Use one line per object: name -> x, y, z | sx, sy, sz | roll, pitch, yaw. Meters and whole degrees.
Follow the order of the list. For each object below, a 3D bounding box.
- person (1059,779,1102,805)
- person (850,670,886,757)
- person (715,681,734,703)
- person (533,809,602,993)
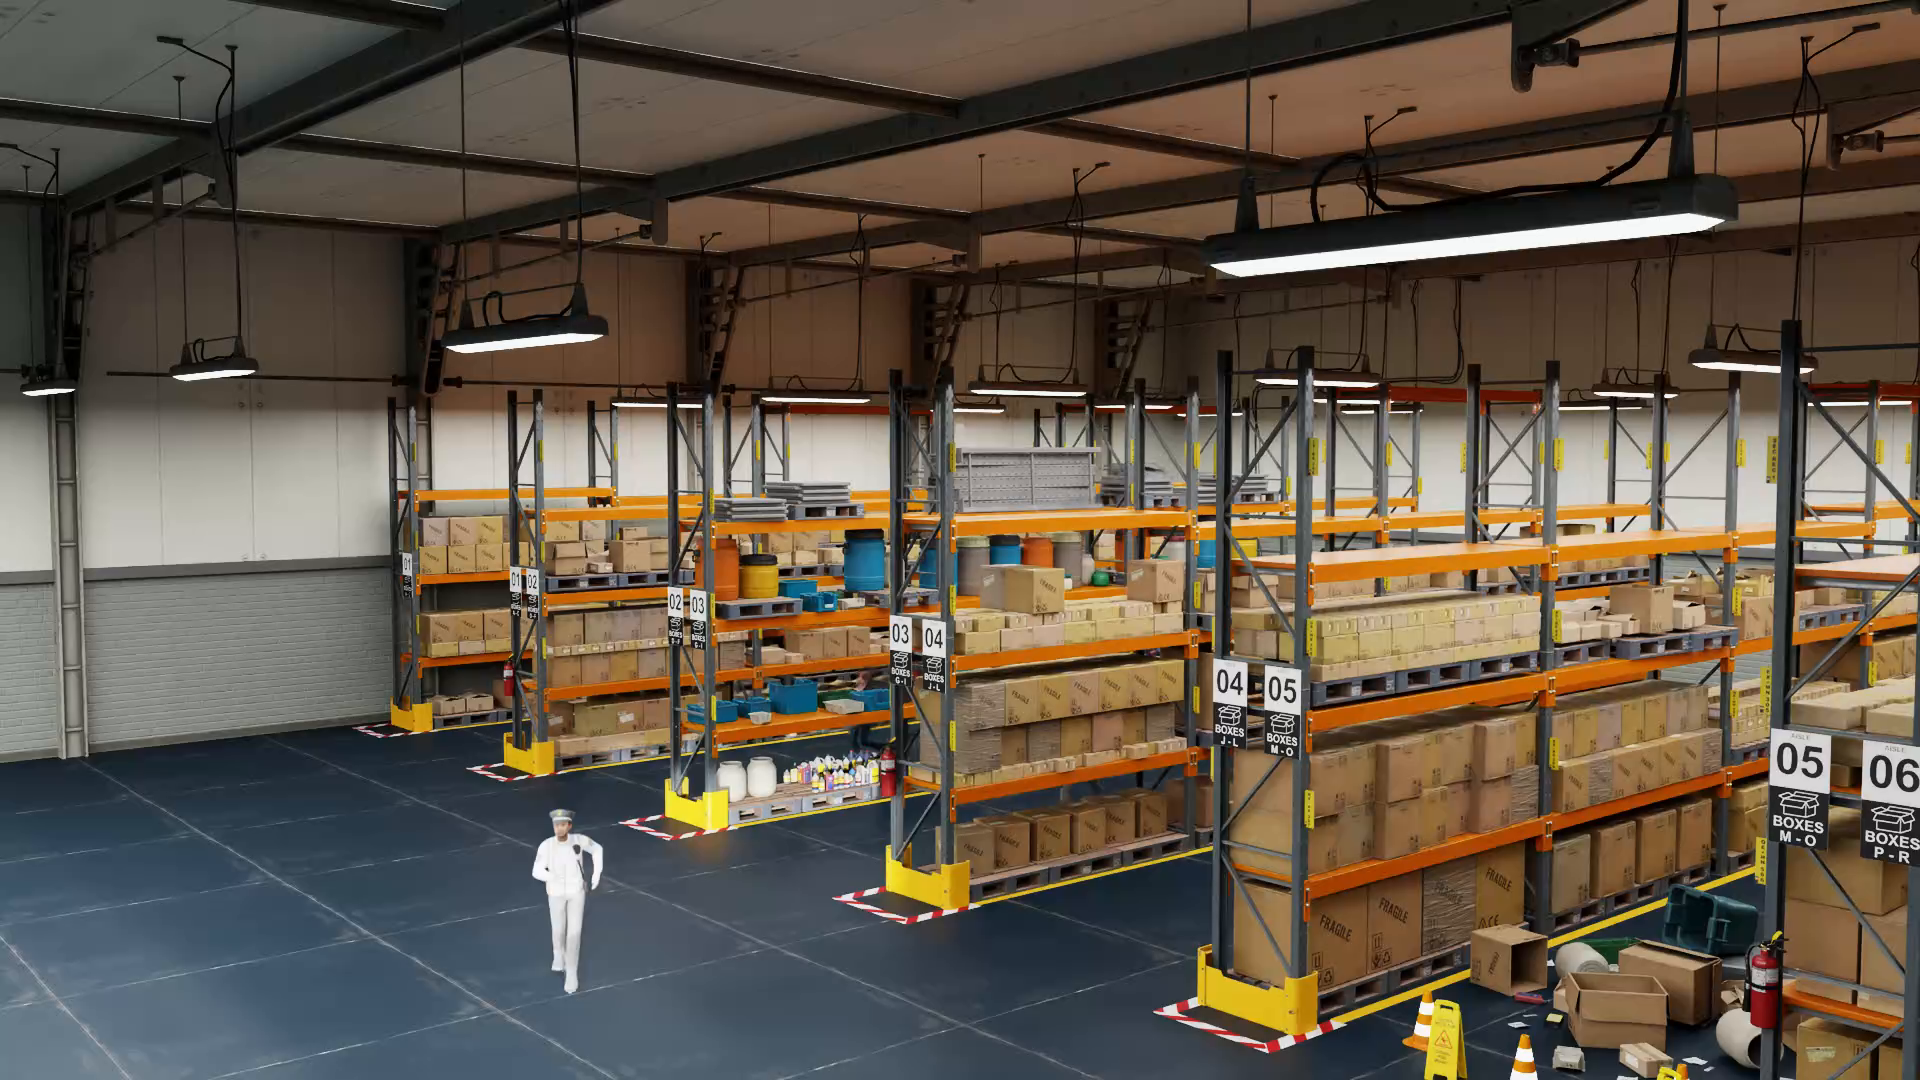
person -> 1.678, 2.931, 23.472 | 0.562, 1.721, 0.885 | 3, 4, 39
person -> -1.506, 2.849, 26.428 | 0.680, 1.541, 0.542 | -3, 4, -41
person -> -4.452, 2.482, 30.935 | 0.676, 1.831, 0.787 | 3, 4, 42
person -> -3.738, 3.394, 15.867 | 0.622, 1.729, 0.866 | 0, 3, -6
